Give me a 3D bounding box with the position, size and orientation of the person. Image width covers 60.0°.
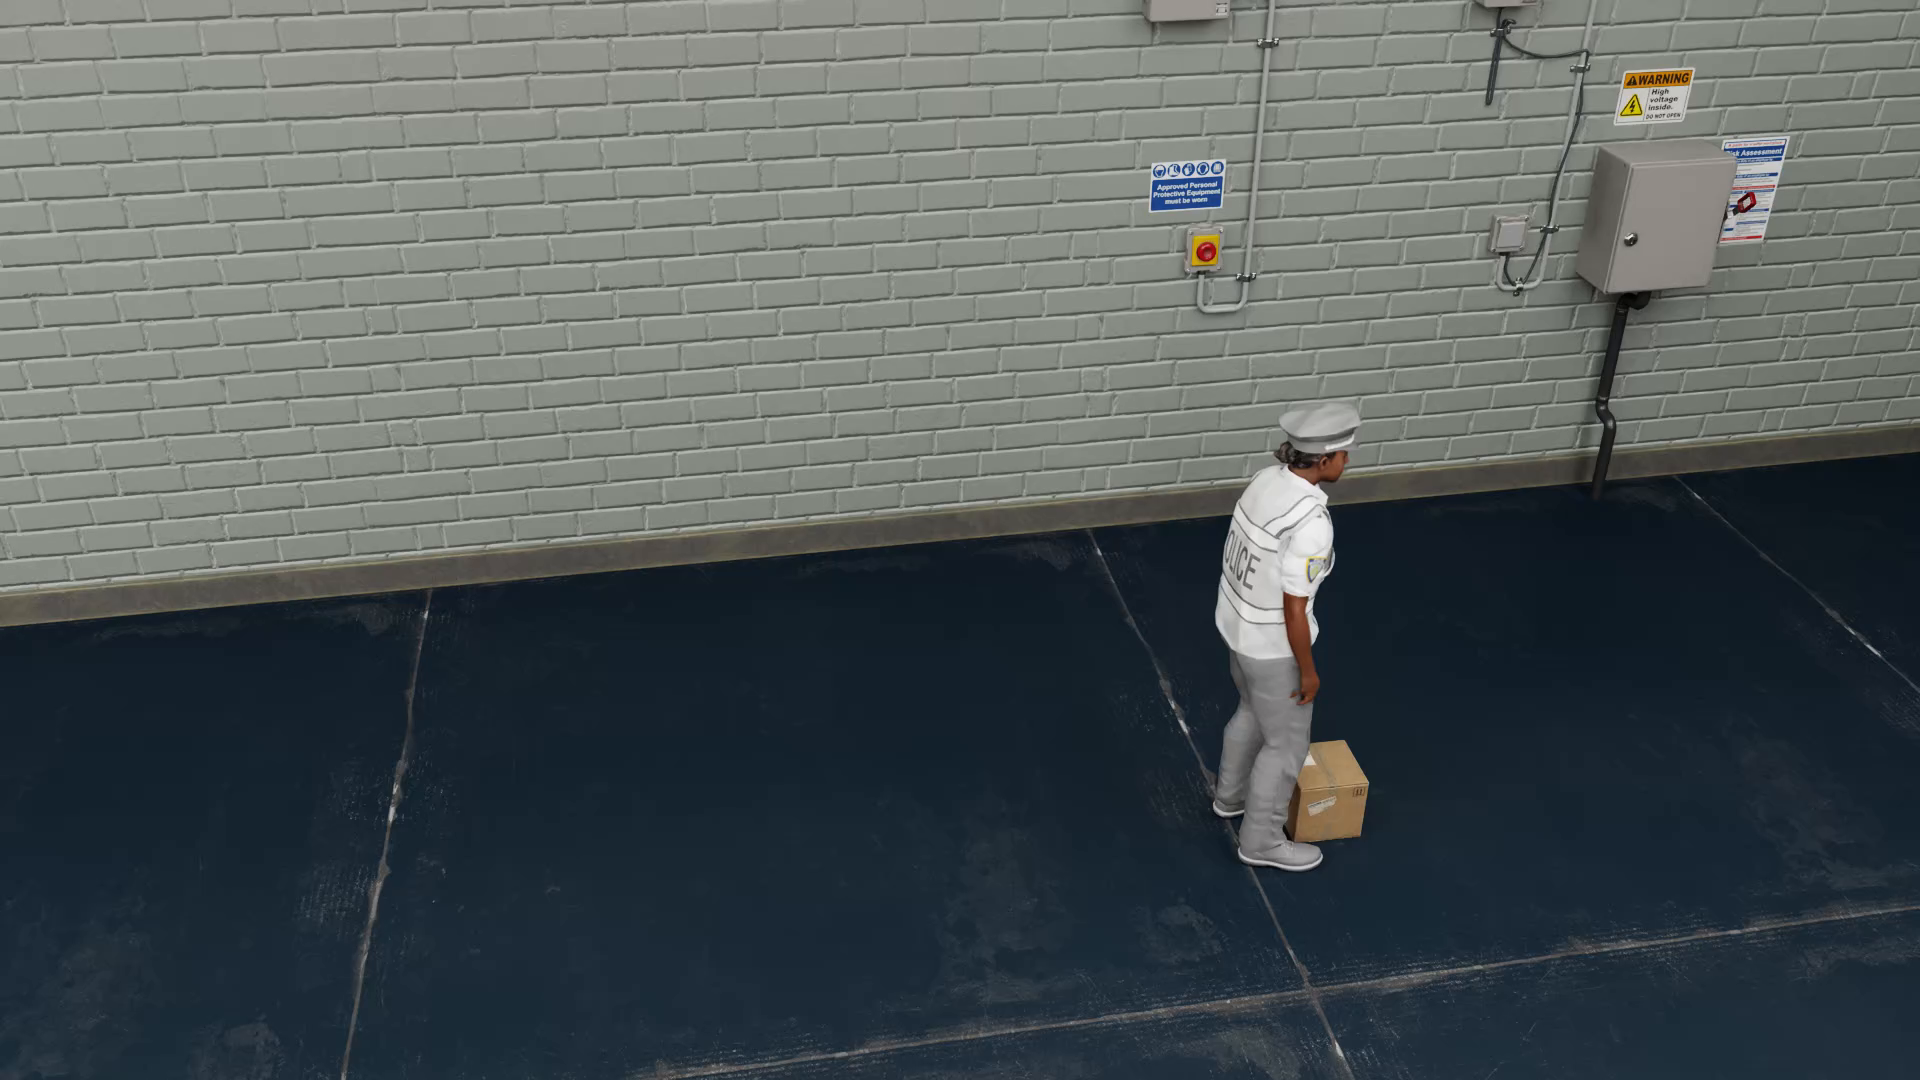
[{"bbox_3d":[1.072,0.329,5.584,0.400,1.657,0.515,-6,31,-10],"label":"person"}]
